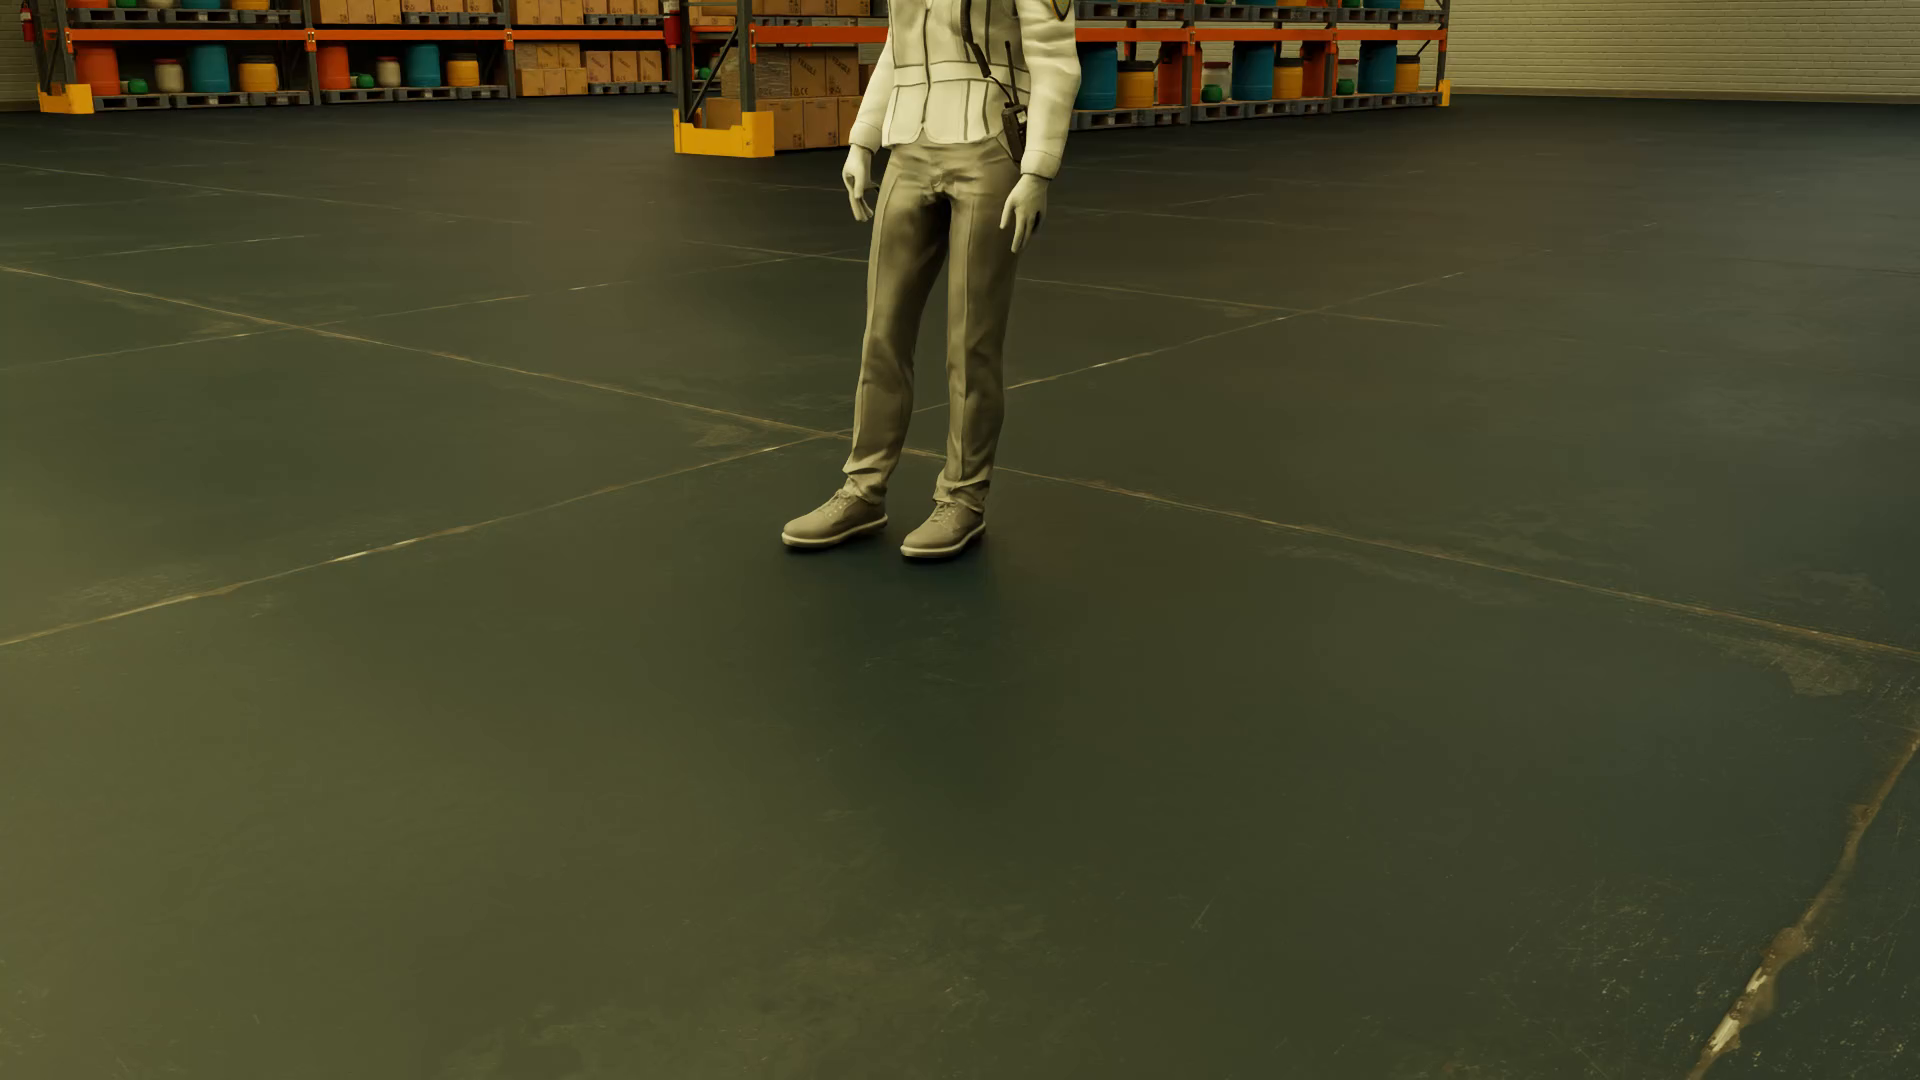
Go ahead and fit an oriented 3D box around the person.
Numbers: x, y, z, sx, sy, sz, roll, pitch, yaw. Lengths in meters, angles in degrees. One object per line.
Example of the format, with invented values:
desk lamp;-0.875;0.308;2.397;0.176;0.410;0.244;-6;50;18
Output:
person;-0.048;-0.803;3.647;0.588;1.695;0.531;13;21;37
